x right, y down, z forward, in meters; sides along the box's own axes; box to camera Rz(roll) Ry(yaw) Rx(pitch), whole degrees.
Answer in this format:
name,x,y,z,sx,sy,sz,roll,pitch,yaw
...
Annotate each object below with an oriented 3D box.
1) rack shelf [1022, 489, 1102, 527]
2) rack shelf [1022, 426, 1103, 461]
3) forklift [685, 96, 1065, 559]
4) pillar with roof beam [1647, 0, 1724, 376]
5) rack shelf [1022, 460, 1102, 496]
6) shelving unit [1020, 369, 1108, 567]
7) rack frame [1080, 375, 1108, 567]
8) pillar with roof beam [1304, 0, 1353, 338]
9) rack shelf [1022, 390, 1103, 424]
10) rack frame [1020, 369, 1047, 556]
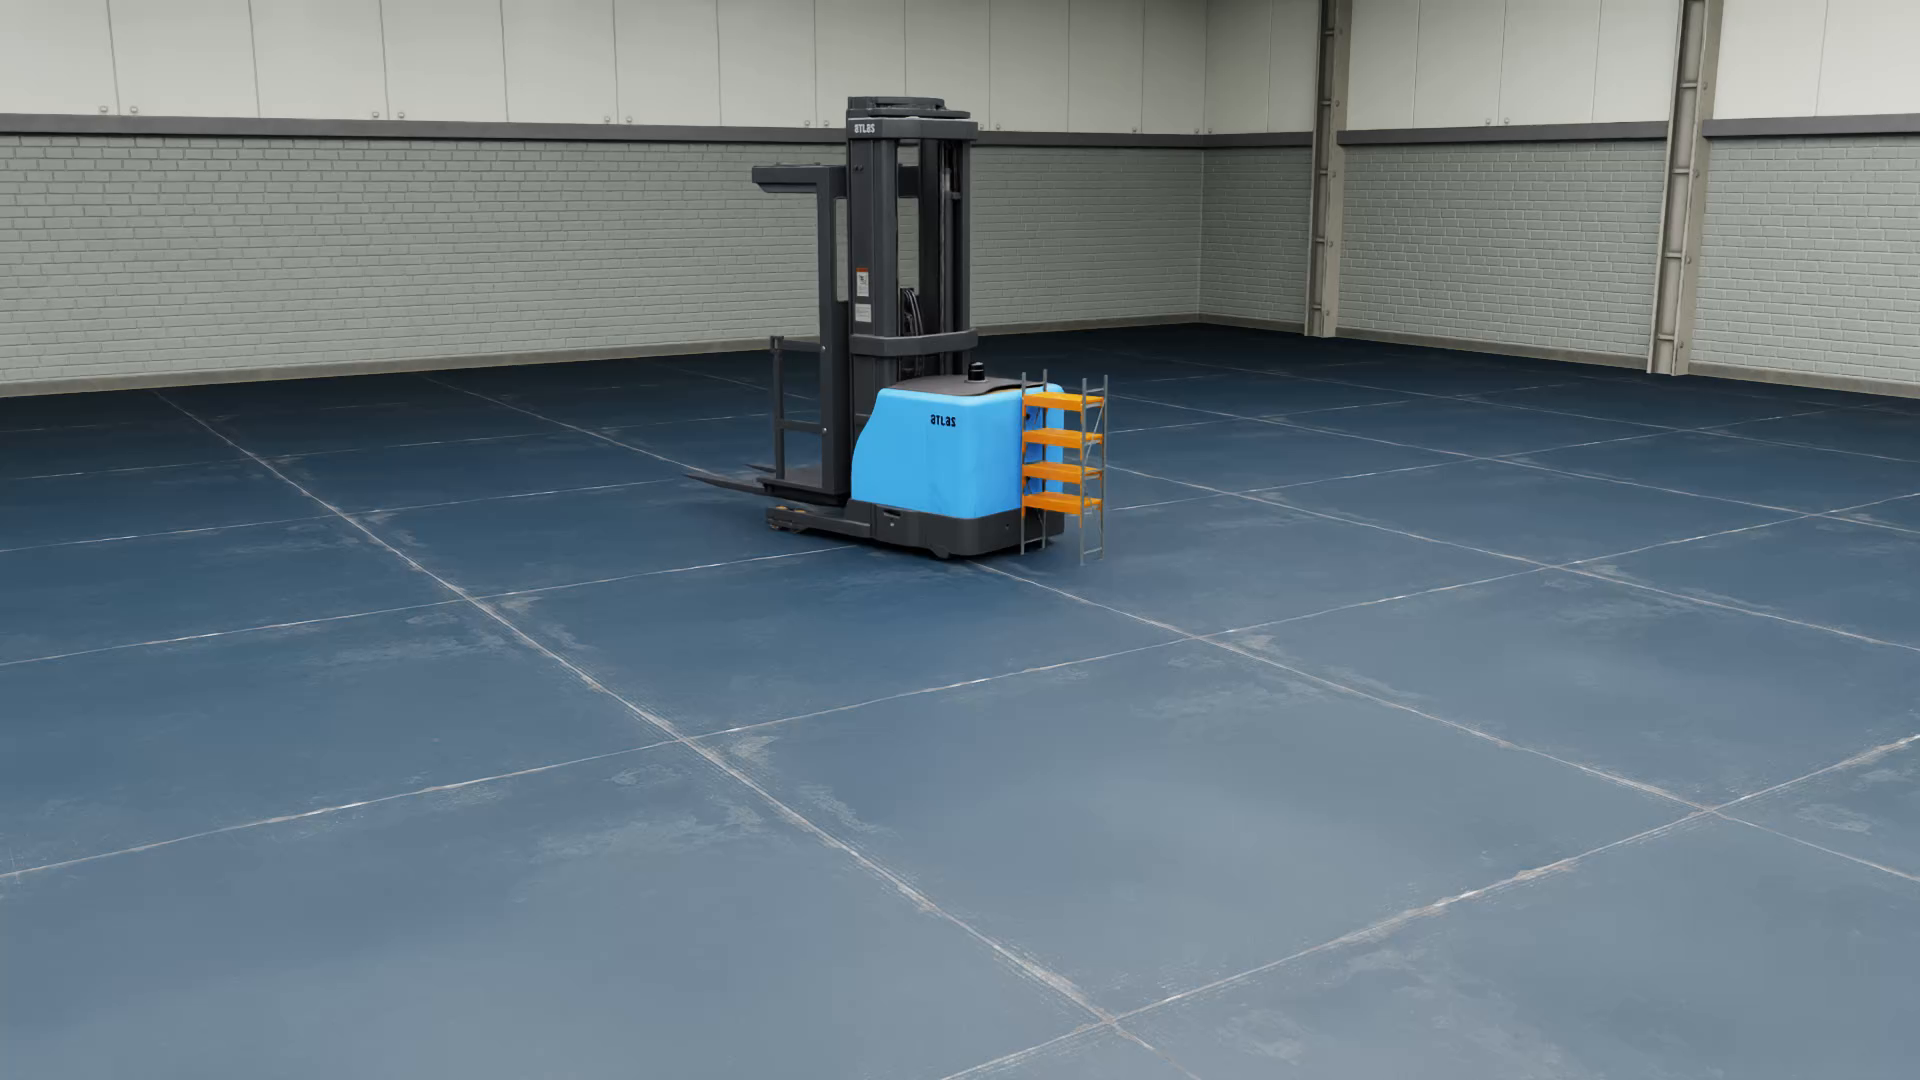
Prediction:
name,x,y,z,sx,sy,sz,roll,pitch,yaw
rack shelf,0.664,-0.209,10.754,0.480,0.148,0.258,11,16,40
rack shelf,0.664,-0.622,10.664,0.480,0.148,0.258,11,16,40
forklift,-0.731,-1.550,11.587,3.031,2.935,1.130,11,16,40
pillar with roof beam,5.341,-5.988,17.679,9.100,9.000,0.400,-8,15,-33
rack shelf,0.664,-0.403,10.712,0.480,0.148,0.258,11,16,40
shelving unit,0.664,-0.469,10.698,0.503,1.200,0.258,11,16,40
rack frame,0.847,-0.434,10.540,0.015,1.200,0.240,11,16,40
pillar with roof beam,2.016,-7.055,22.559,9.100,9.000,0.400,-8,15,-33
rack shelf,0.664,-0.853,10.614,0.480,0.148,0.258,11,16,40
rack frame,0.481,-0.503,10.855,0.015,1.200,0.240,11,16,40
